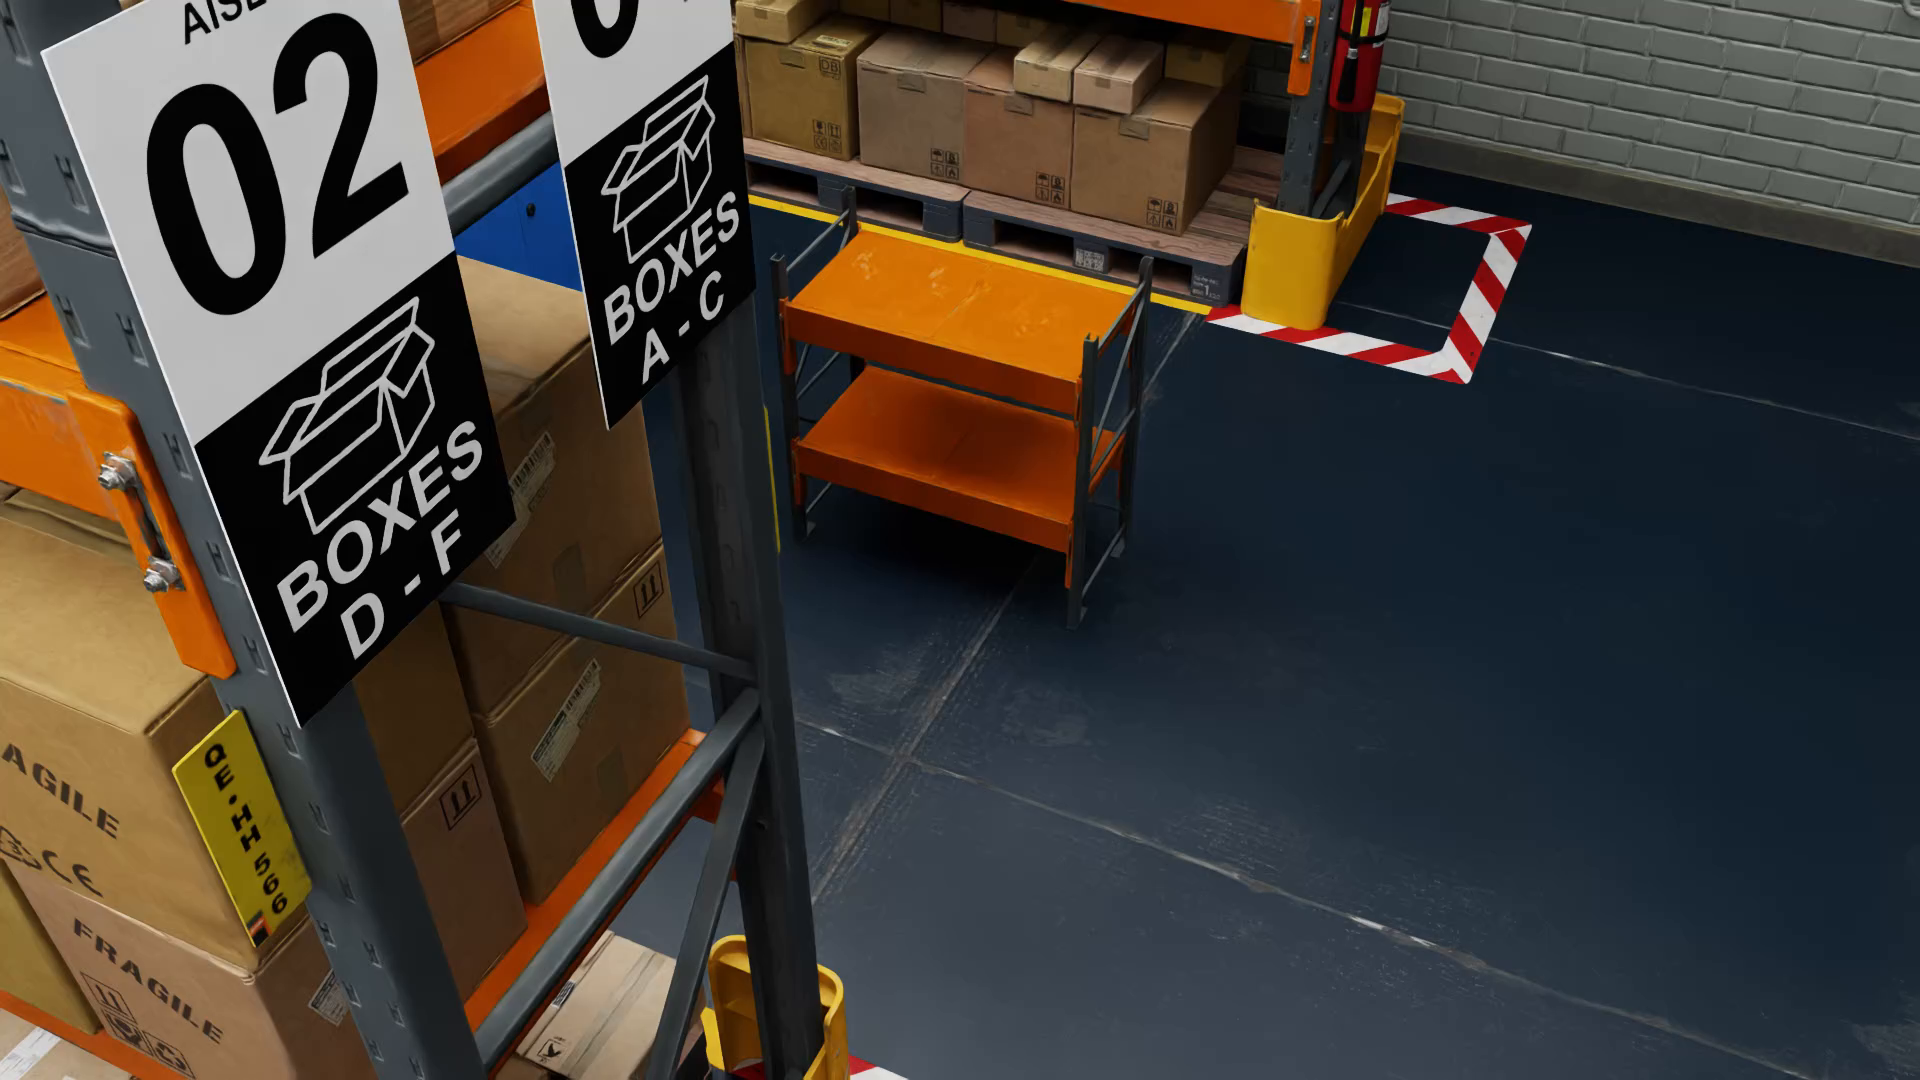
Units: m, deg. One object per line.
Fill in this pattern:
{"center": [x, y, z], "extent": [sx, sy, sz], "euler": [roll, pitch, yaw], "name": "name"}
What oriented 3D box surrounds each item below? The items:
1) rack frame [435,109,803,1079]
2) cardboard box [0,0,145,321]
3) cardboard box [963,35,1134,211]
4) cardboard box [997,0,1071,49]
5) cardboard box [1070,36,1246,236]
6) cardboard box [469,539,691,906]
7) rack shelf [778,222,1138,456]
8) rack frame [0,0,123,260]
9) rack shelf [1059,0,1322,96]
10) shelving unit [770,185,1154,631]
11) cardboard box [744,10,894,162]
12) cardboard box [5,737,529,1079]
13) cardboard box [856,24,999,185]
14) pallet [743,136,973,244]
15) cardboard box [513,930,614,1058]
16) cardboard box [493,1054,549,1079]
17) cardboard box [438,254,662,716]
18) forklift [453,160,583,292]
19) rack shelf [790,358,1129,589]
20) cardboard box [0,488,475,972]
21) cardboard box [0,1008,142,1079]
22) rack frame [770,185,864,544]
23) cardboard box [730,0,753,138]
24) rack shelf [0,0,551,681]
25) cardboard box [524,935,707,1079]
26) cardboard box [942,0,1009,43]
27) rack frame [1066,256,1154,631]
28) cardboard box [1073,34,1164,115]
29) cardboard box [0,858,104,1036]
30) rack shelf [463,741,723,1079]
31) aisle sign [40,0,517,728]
{"center": [-0.577, 0.573, 2.799], "extent": [0.053, 2.616, 0.949], "euler": [17, 44, 19], "name": "rack frame"}
{"center": [-1.155, -0.488, 1.847], "extent": [0.500, 0.250, 0.500], "euler": [17, 44, 19], "name": "cardboard box"}
{"center": [0.382, -1.853, 7.186], "extent": [0.500, 0.500, 0.700], "euler": [17, 44, 19], "name": "cardboard box"}
{"center": [0.348, -2.253, 7.152], "extent": [0.250, 0.149, 0.380], "euler": [17, 44, 19], "name": "cardboard box"}
{"center": [0.836, -1.715, 7.026], "extent": [0.500, 0.500, 0.700], "euler": [17, 44, 19], "name": "cardboard box"}
{"center": [-0.869, 0.258, 3.086], "extent": [0.500, 0.500, 0.500], "euler": [18, 44, 20], "name": "cardboard box"}
{"center": [0.006, -0.644, 5.188], "extent": [1.000, 0.278, 0.538], "euler": [17, 44, 19], "name": "rack shelf"}
{"center": [-0.578, -1.692, 0.832], "extent": [0.127, 3.000, 1.000], "euler": [17, 44, 19], "name": "rack frame"}
{"center": [-0.300, -2.648, 7.064], "extent": [4.000, 0.370, 1.077], "euler": [17, 44, 19], "name": "rack shelf"}
{"center": [0.006, -0.423, 5.379], "extent": [1.048, 1.125, 0.538], "euler": [17, 44, 19], "name": "shelving unit"}
{"center": [-0.560, -2.136, 7.512], "extent": [0.500, 0.500, 0.700], "euler": [18, 44, 20], "name": "cardboard box"}
{"center": [-1.099, 0.575, 2.720], "extent": [0.500, 0.500, 0.500], "euler": [18, 44, 20], "name": "cardboard box"}
{"center": [-0.074, -1.992, 7.346], "extent": [0.500, 0.500, 0.700], "euler": [16, 43, 17], "name": "cardboard box"}
{"center": [-0.347, -1.826, 7.696], "extent": [1.213, 0.211, 1.003], "euler": [17, 44, 19], "name": "pallet"}
{"center": [-1.039, 1.090, 4.029], "extent": [0.250, 0.166, 0.380], "euler": [17, 44, 19], "name": "cardboard box"}
{"center": [-1.175, 1.349, 3.476], "extent": [0.500, 0.500, 0.500], "euler": [17, 44, 19], "name": "cardboard box"}
{"center": [-0.869, -0.120, 2.759], "extent": [0.500, 0.500, 0.500], "euler": [18, 44, 20], "name": "cardboard box"}
{"center": [-2.875, -1.893, 5.696], "extent": [3.031, 2.935, 1.130], "euler": [15, 43, 17], "name": "forklift"}
{"center": [0.006, -0.238, 5.540], "extent": [1.000, 0.278, 0.538], "euler": [17, 44, 19], "name": "rack shelf"}
{"center": [-1.098, 0.199, 2.390], "extent": [0.500, 0.500, 0.500], "euler": [17, 44, 18], "name": "cardboard box"}
{"center": [-2.024, 1.163, 3.882], "extent": [0.500, 0.250, 0.500], "euler": [17, 44, 19], "name": "cardboard box"}
{"center": [-0.455, -0.564, 5.542], "extent": [0.032, 1.125, 0.500], "euler": [17, 44, 19], "name": "rack frame"}
{"center": [-1.024, -2.279, 7.677], "extent": [0.500, 0.500, 0.700], "euler": [17, 44, 18], "name": "cardboard box"}
{"center": [-2.391, -0.840, 2.689], "extent": [4.000, 0.370, 1.077], "euler": [17, 44, 19], "name": "rack shelf"}
{"center": [-0.813, 1.166, 3.955], "extent": [0.250, 0.149, 0.380], "euler": [17, 44, 19], "name": "cardboard box"}
{"center": [0.117, -2.324, 7.233], "extent": [0.250, 0.149, 0.380], "euler": [18, 44, 19], "name": "cardboard box"}
{"center": [0.467, -0.282, 5.217], "extent": [0.032, 1.125, 0.500], "euler": [17, 44, 19], "name": "rack frame"}
{"center": [0.643, -1.887, 6.730], "extent": [0.250, 0.149, 0.380], "euler": [16, 44, 18], "name": "cardboard box"}
{"center": [-1.571, 0.433, 2.884], "extent": [0.500, 0.500, 0.500], "euler": [17, 44, 19], "name": "cardboard box"}
{"center": [-2.391, 0.219, 3.607], "extent": [3.809, 0.124, 0.919], "euler": [17, 44, 19], "name": "rack shelf"}
{"center": [-0.646, -0.207, 1.713], "extent": [0.004, 0.787, 0.394], "euler": [17, 44, 19], "name": "aisle sign"}
